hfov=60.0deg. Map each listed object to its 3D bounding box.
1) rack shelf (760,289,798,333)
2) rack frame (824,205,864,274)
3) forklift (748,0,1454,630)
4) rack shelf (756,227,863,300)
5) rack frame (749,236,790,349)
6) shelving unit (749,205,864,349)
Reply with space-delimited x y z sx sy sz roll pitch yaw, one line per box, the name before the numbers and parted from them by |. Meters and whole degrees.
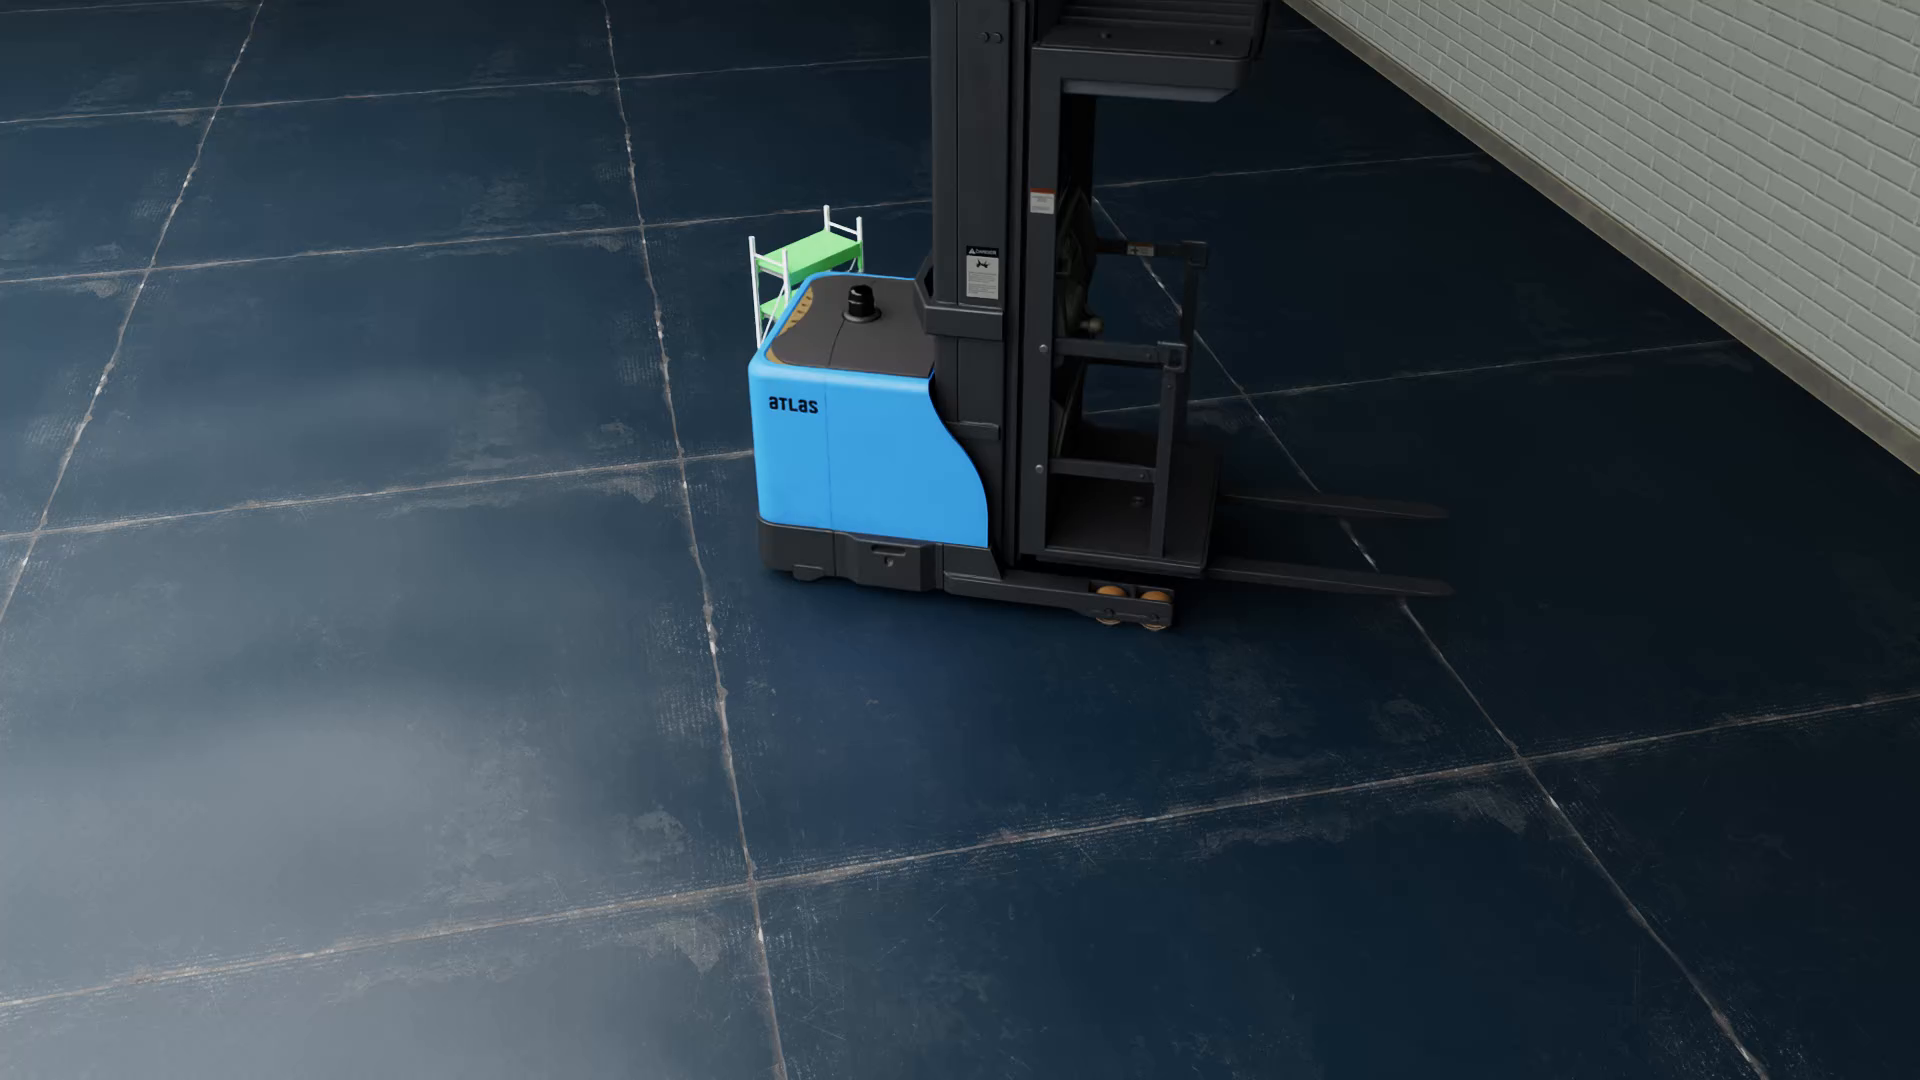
rack shelf | -0.717 -1.109 8.009 0.258 0.148 0.480 26 42 33
rack frame | -0.556 -1.065 8.259 0.240 1.200 0.015 26 42 33
forklift | 0.666 -1.153 6.838 3.031 2.935 1.130 7 34 10
rack shelf | -0.718 -1.309 7.875 0.258 0.148 0.480 26 42 33
rack frame | -0.877 -0.860 7.954 0.240 1.200 0.015 26 42 33
shelving unit | -0.717 -0.962 8.106 0.258 1.200 0.503 26 42 33
